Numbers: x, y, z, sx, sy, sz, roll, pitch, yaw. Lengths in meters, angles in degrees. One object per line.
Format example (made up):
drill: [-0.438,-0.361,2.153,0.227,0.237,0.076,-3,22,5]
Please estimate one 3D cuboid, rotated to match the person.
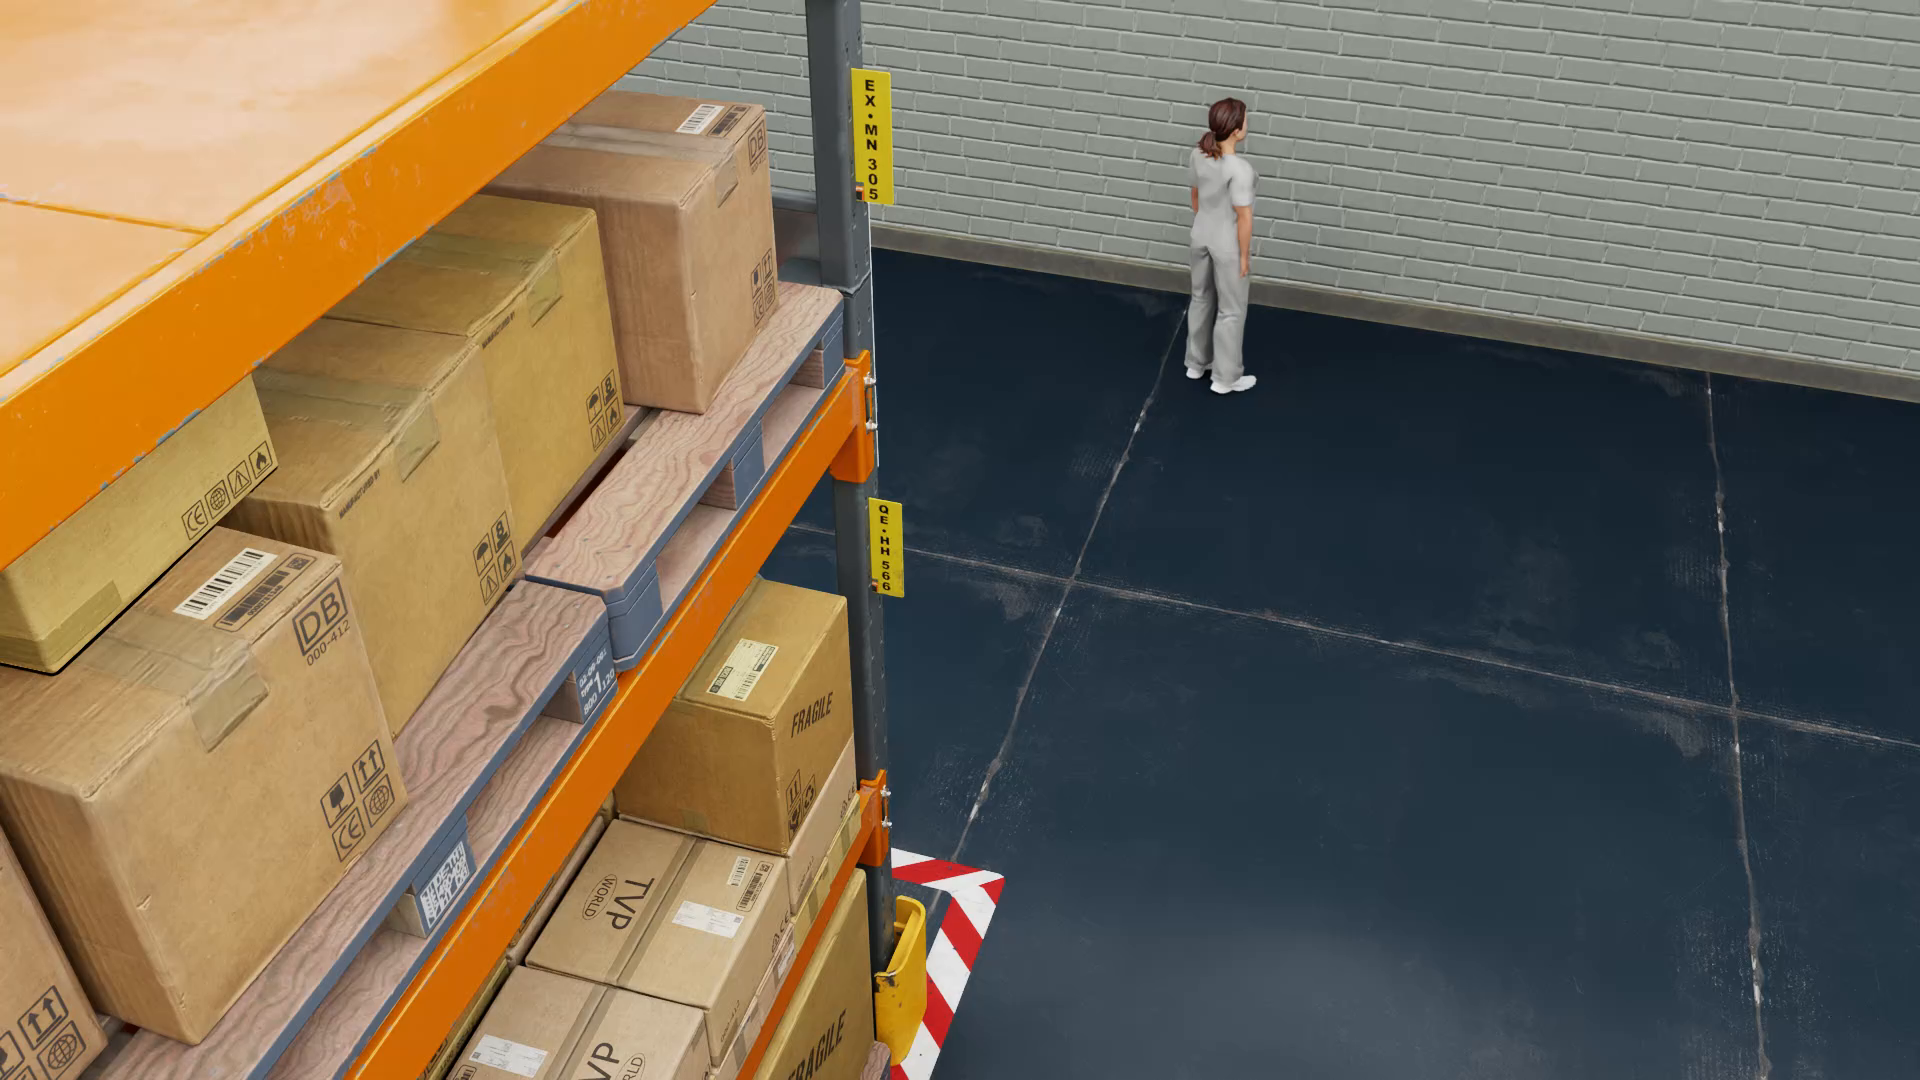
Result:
person: [1.417,-1.581,8.984,0.428,1.692,0.444,-28,45,-31]
